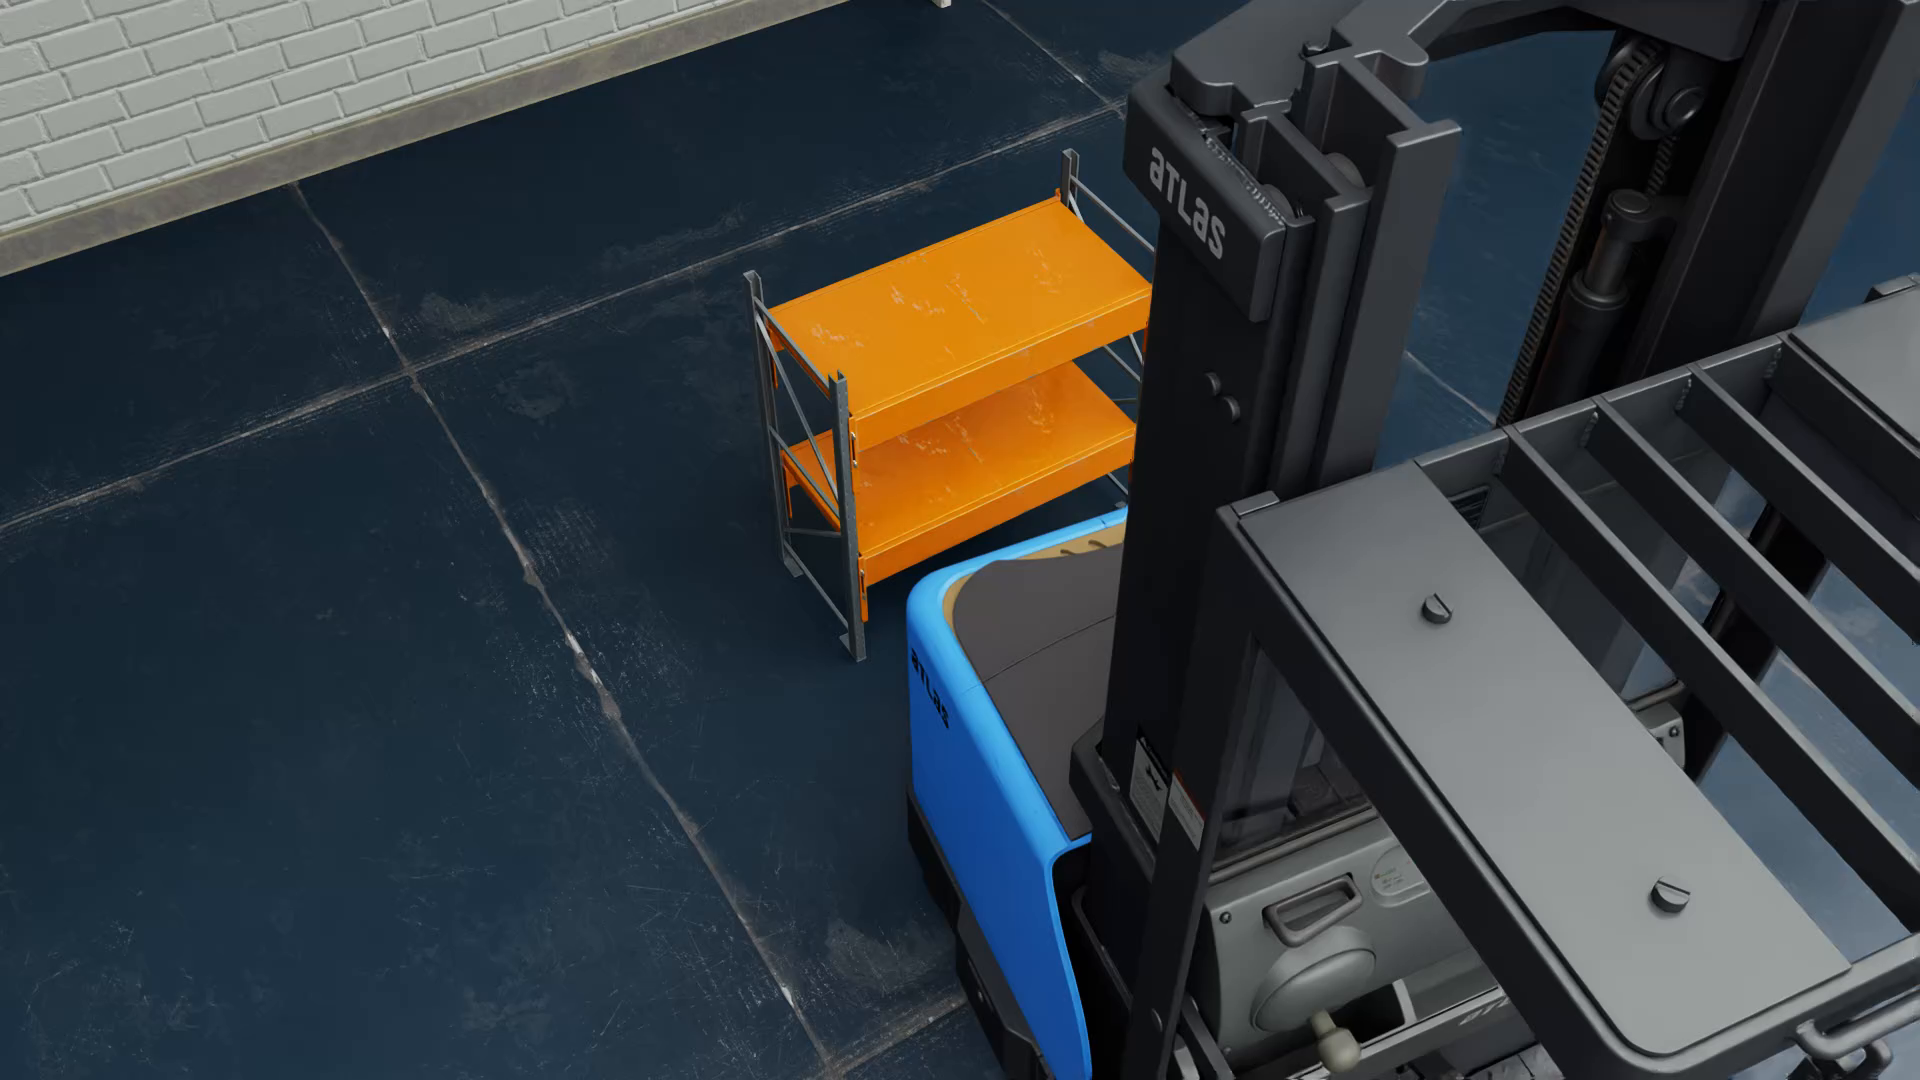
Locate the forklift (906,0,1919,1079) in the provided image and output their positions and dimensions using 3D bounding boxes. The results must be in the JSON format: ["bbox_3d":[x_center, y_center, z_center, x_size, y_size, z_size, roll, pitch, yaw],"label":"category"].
[{"bbox_3d":[0.918,0.692,2.671,1.130,2.935,3.031,-18,51,-16],"label":"forklift"}]

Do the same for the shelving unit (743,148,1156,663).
[{"bbox_3d":[0.006,-0.377,4.832,1.048,1.125,0.538,-25,53,-21],"label":"shelving unit"}]

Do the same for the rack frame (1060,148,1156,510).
[{"bbox_3d":[0.436,-0.579,5.013,0.032,1.125,0.500,-25,53,-21],"label":"rack frame"}]

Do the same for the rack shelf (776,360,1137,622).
[{"bbox_3d":[0.006,-0.214,5.015,1.000,0.278,0.538,-25,53,-21],"label":"rack shelf"}]

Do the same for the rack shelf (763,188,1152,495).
[{"bbox_3d":[0.006,-0.571,4.614,1.000,0.278,0.538,-25,53,-21],"label":"rack shelf"}]

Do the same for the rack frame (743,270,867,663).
[{"bbox_3d":[-0.424,-0.174,4.652,0.032,1.125,0.500,-25,53,-21],"label":"rack frame"}]
